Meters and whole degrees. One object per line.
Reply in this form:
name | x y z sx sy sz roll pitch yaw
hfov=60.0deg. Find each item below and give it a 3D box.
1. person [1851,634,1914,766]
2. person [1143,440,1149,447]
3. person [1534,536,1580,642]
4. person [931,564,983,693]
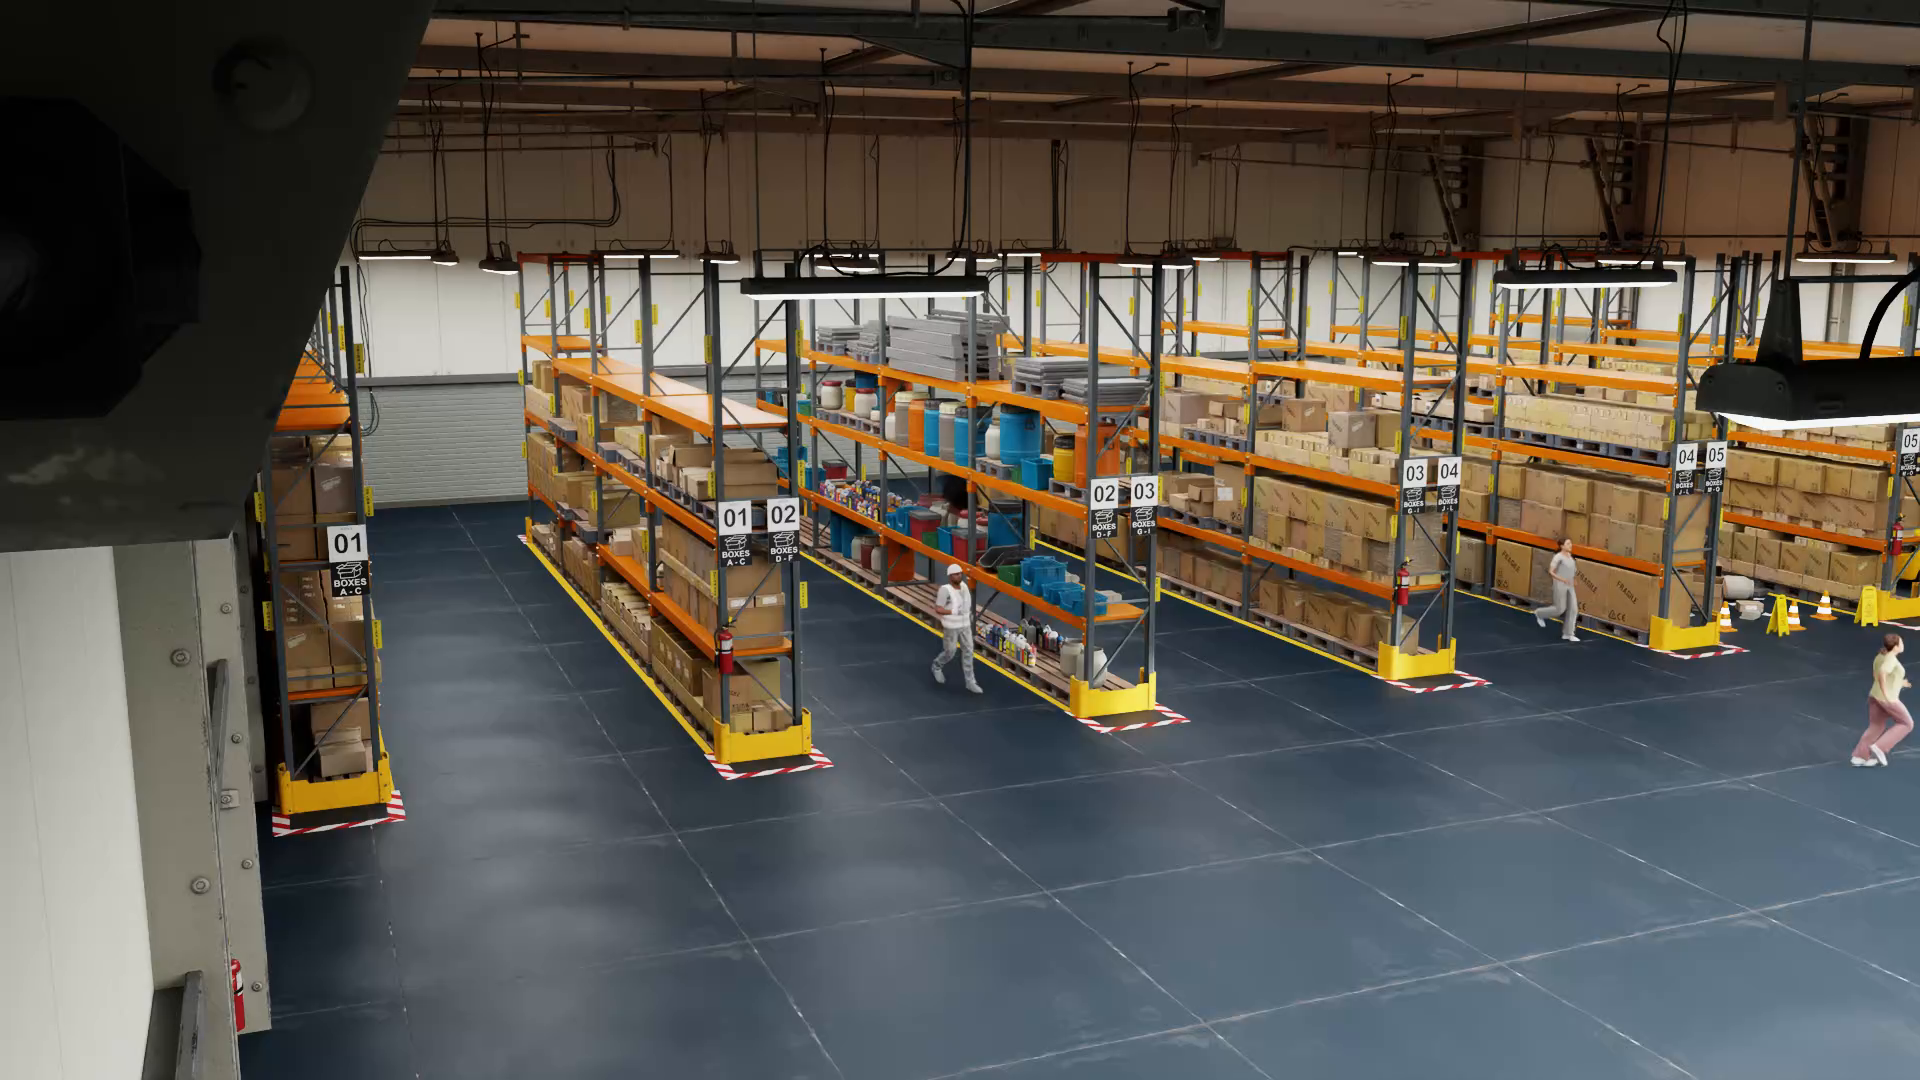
person | 11.118 1.915 19.988 0.667 1.620 0.502 0 10 0
person | 4.279 -1.474 38.116 0.712 1.753 0.986 -4 11 -21
person | 9.541 0.752 26.403 0.568 1.653 0.843 -6 12 -32
person | -0.045 1.208 23.259 0.690 1.762 0.972 -9 13 -39
